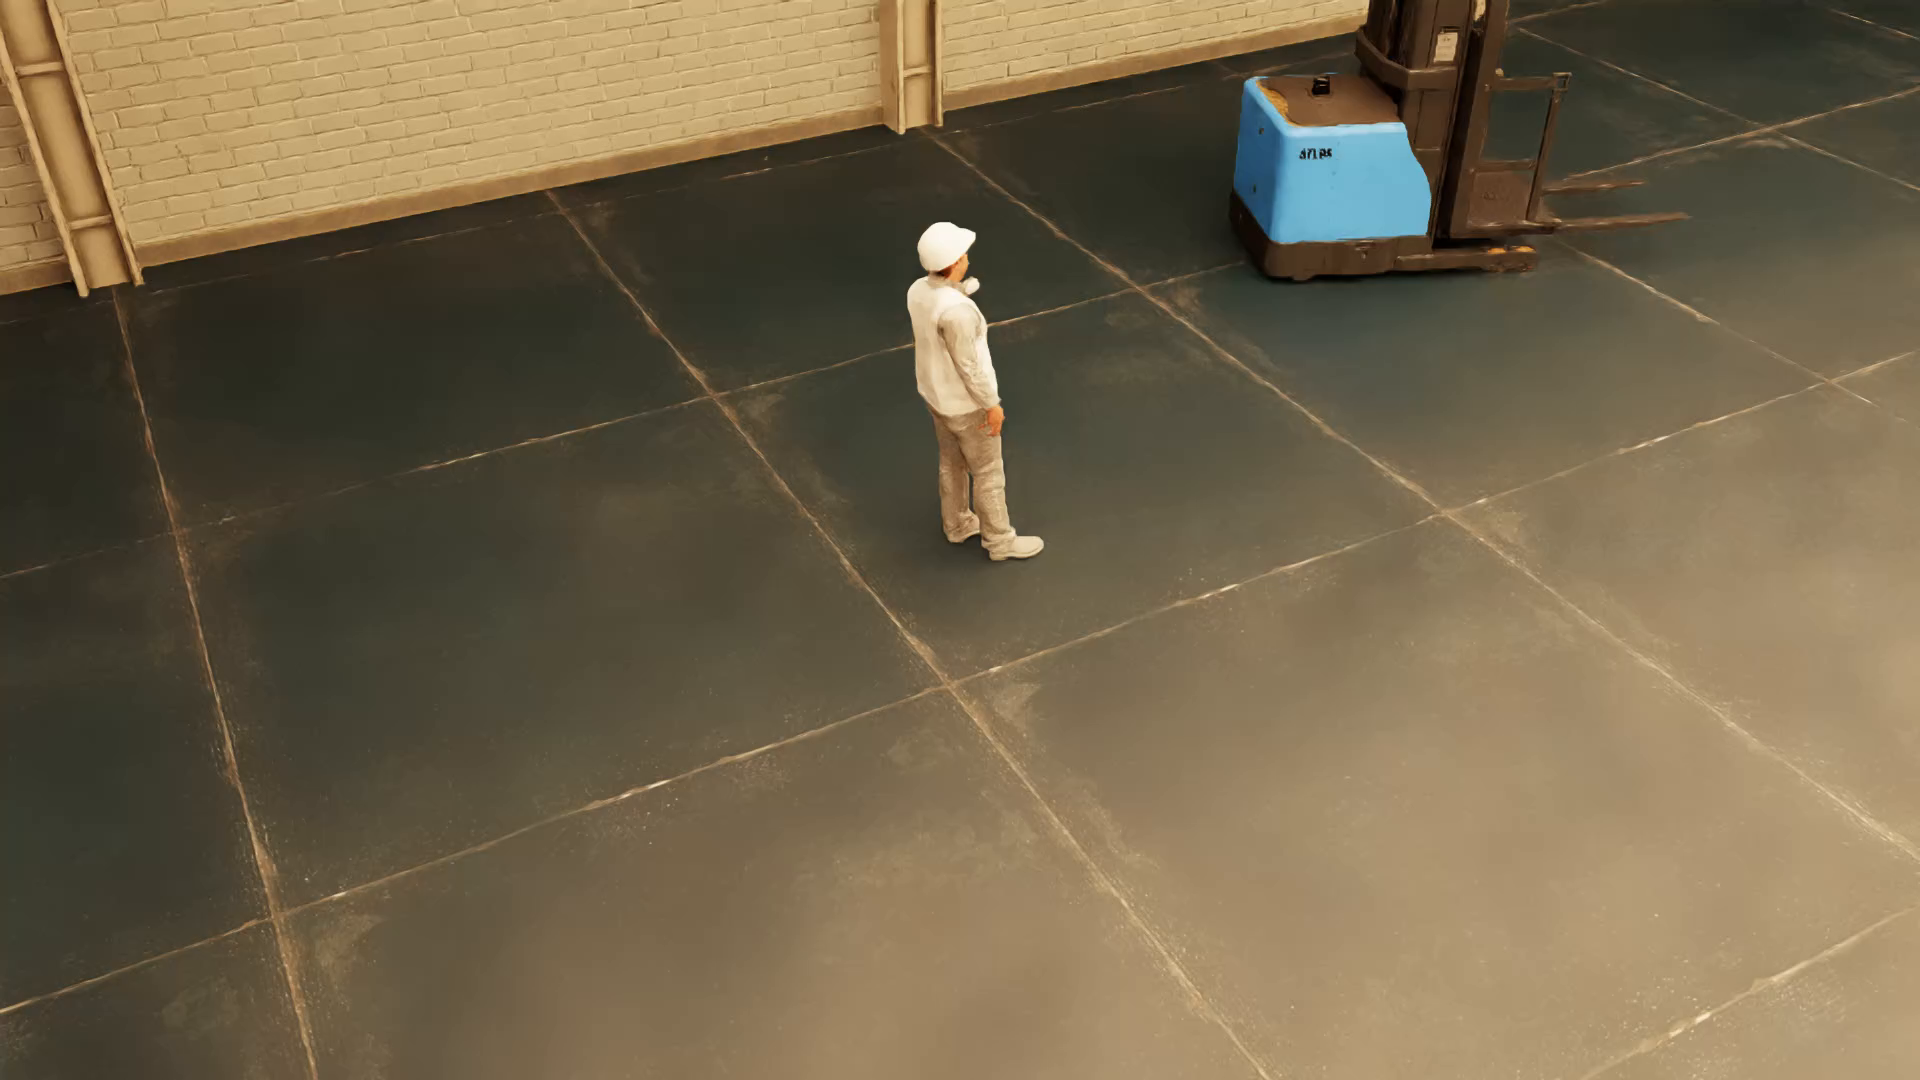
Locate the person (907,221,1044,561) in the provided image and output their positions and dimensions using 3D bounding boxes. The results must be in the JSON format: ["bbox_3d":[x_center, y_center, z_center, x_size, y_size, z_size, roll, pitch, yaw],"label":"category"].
[{"bbox_3d":[0.059,-0.743,8.164,0.567,1.773,0.632,-17,39,-23],"label":"person"}]

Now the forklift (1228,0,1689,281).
[{"bbox_3d":[3.457,-3.294,10.783,3.031,2.935,1.130,-5,36,-7],"label":"forklift"}]
